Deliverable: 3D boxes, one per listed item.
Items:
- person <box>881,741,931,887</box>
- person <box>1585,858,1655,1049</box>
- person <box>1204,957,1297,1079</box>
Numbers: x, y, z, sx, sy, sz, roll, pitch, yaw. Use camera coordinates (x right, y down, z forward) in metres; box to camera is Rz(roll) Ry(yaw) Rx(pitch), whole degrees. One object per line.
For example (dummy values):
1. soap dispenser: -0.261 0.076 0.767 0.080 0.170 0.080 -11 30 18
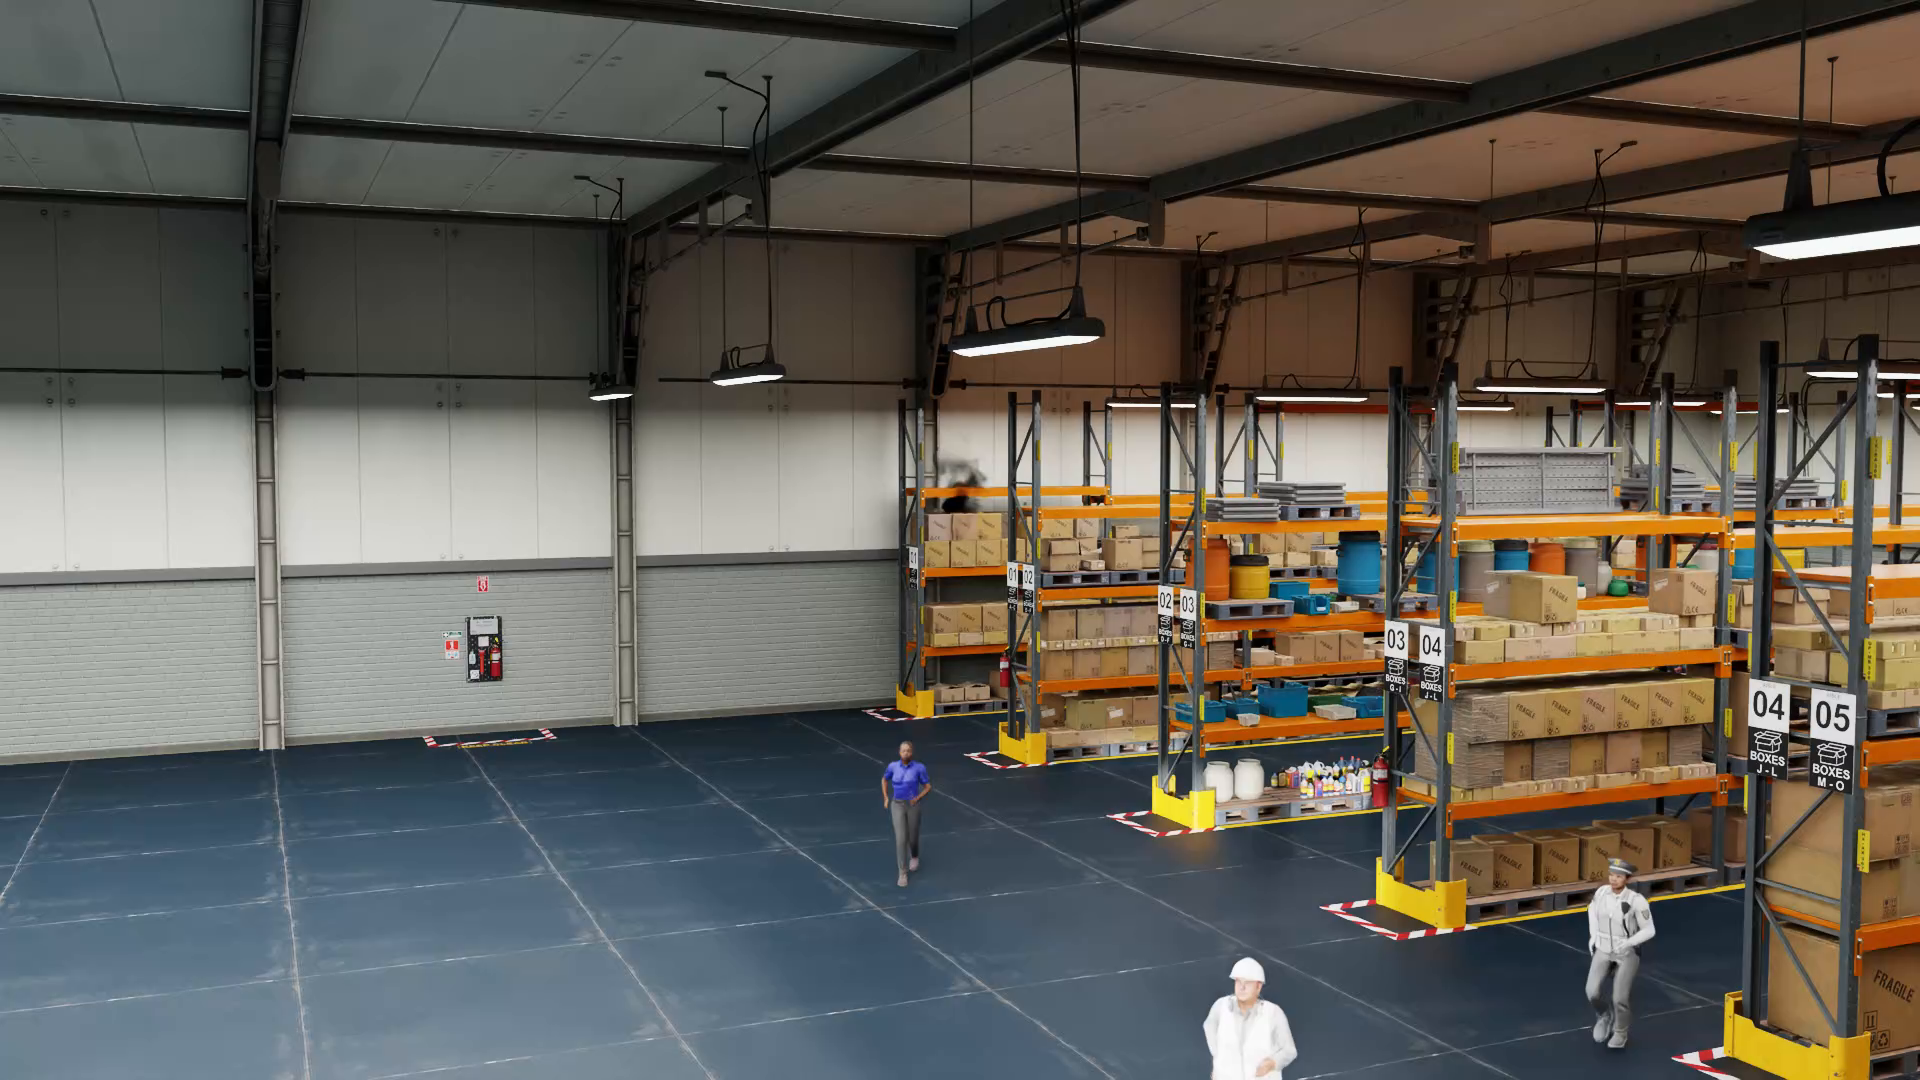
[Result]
1. person: -0.637 3.185 19.644 0.597 1.647 0.809 0 3 1
2. person: 5.551 3.505 14.084 0.623 1.657 0.567 3 4 41
3. person: 1.901 3.649 10.973 0.631 1.788 0.704 1 3 14
